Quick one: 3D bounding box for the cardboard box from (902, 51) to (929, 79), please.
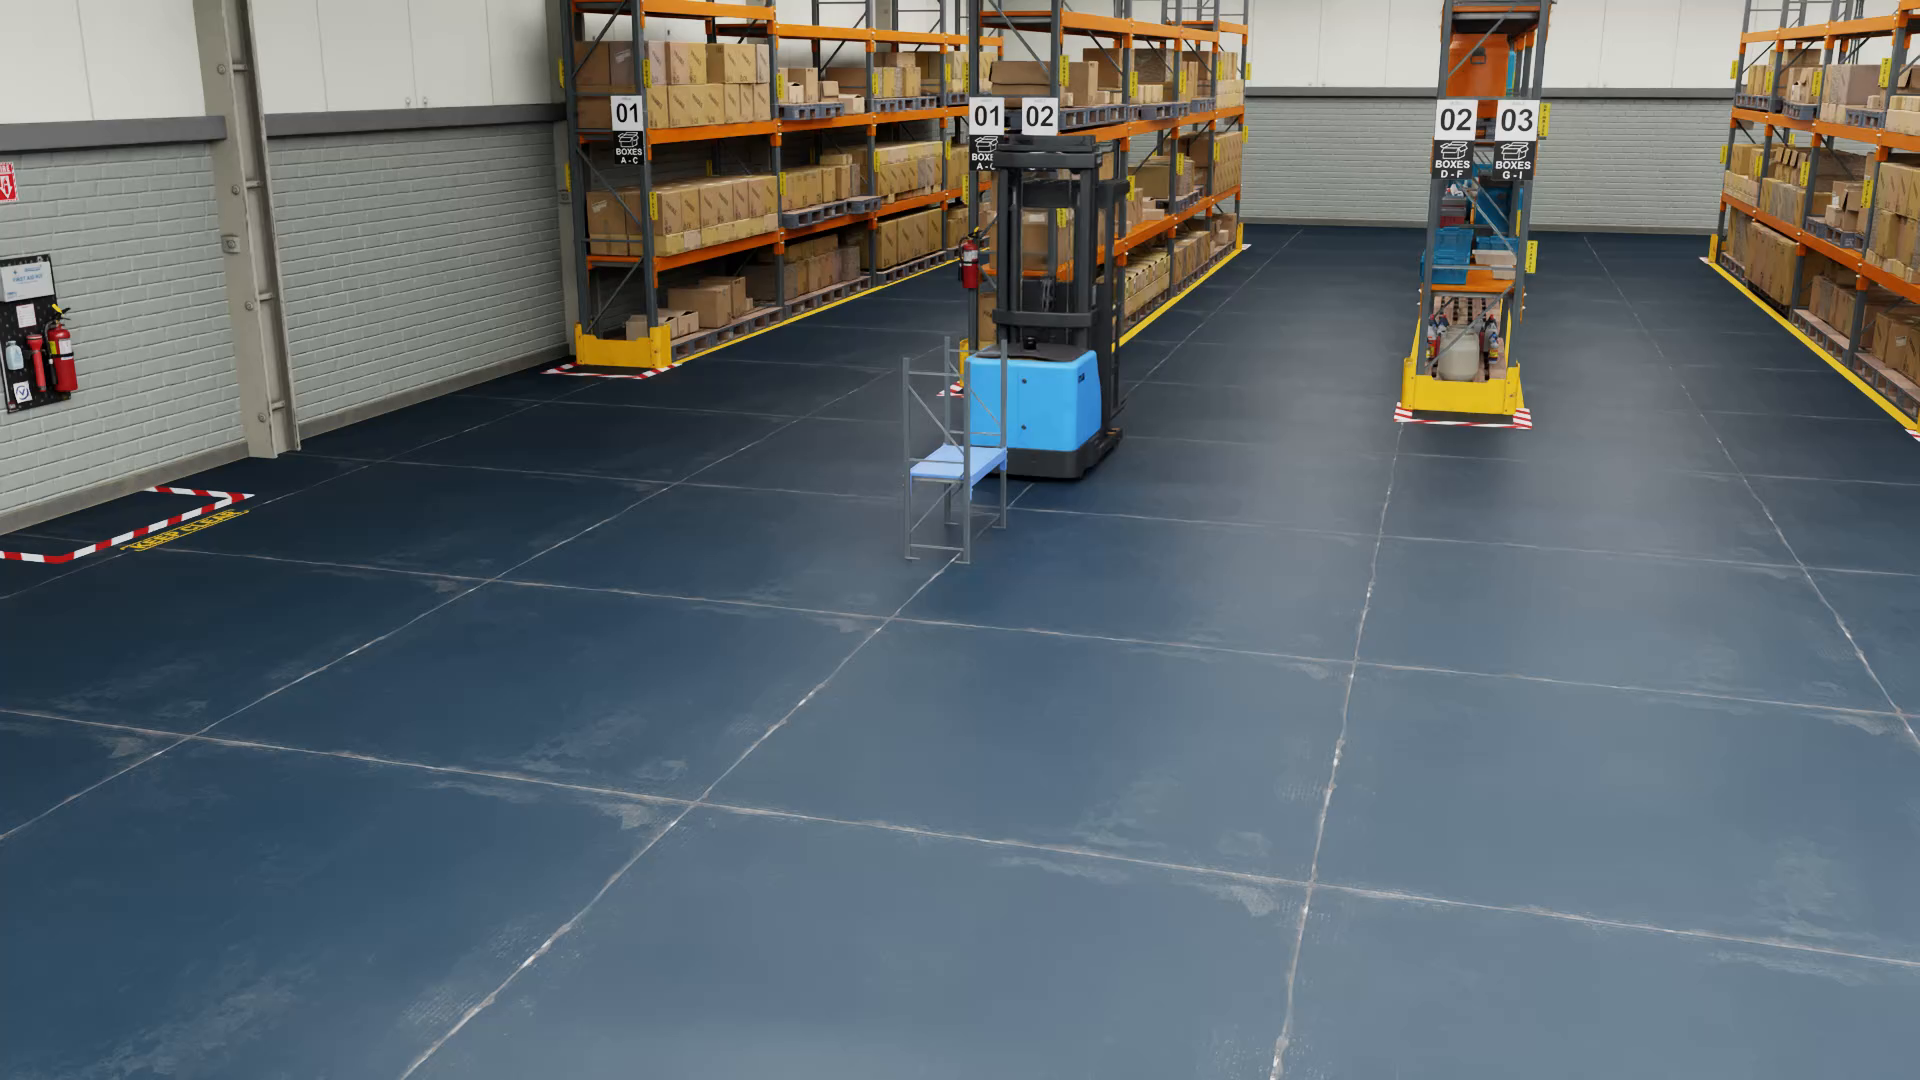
[{"bbox_3d":[-0.772,-8.911,31.198,0.500,0.500,0.500,4,16,15],"label":"cardboard box"}]

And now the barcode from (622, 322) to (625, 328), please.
[{"bbox_3d":[-4.253,-2.721,21.029,0.001,0.075,0.075,5,16,16],"label":"barcode"}]

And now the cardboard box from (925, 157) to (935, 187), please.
[{"bbox_3d":[13.969,-6.473,27.574,30.103,1.490,4.506,5,17,16],"label":"cardboard box"}]

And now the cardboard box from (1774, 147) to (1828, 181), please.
[{"bbox_3d":[13.327,-5.939,26.248,0.797,0.503,0.637,4,16,14],"label":"cardboard box"}]

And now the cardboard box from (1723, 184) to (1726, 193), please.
[{"bbox_3d":[14.220,-6.434,30.476,0.380,0.149,0.250,5,17,17],"label":"cardboard box"}]

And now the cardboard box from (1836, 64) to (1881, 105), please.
[{"bbox_3d":[11.700,-5.893,21.513,0.500,0.500,0.500,4,16,14],"label":"cardboard box"}]

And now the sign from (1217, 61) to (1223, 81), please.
[{"bbox_3d":[4.537,-8.184,29.019,0.100,0.325,0.005,5,16,16],"label":"sign"}]

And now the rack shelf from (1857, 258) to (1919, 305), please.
[{"bbox_3d":[10.658,-2.613,17.864,1.077,0.370,4.000,5,16,16],"label":"rack shelf"}]

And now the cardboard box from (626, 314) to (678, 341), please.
[{"bbox_3d":[-3.874,-2.681,20.904,0.500,0.311,0.500,3,16,10],"label":"cardboard box"}]

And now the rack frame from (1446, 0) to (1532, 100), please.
[{"bbox_3d":[5.345,-5.706,16.456,0.949,2.616,0.053,5,16,16],"label":"rack frame"}]

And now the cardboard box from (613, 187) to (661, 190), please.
[{"bbox_3d":[-4.075,-4.157,20.854,0.500,0.500,0.500,5,17,17],"label":"cardboard box"}]

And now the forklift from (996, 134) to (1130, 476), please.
[{"bbox_3d":[0.950,-2.305,15.584,1.121,2.935,3.031,5,17,17],"label":"forklift"}]

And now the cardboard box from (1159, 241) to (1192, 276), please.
[{"bbox_3d":[3.561,-4.672,27.580,0.500,0.500,0.500,4,16,15],"label":"cardboard box"}]

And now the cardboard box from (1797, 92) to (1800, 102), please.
[{"bbox_3d":[12.933,-6.722,25.225,0.380,0.149,0.250,4,16,14],"label":"cardboard box"}]

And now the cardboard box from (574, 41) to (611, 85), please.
[{"bbox_3d":[-4.285,-5.703,19.891,0.500,0.500,0.500,5,17,18],"label":"cardboard box"}]

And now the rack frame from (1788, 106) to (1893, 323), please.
[{"bbox_3d":[12.364,-4.529,23.300,1.000,3.000,0.127,5,16,16],"label":"rack frame"}]

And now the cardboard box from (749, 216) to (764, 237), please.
[{"bbox_3d":[-3.014,-4.295,22.714,0.500,0.250,0.500,5,17,16],"label":"cardboard box"}]

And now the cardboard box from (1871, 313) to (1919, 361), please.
[{"bbox_3d":[11.075,-2.380,19.536,0.500,0.500,0.500,4,16,14],"label":"cardboard box"}]

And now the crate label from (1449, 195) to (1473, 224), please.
[{"bbox_3d":[7.073,-4.691,23.807,0.502,0.435,0.616,5,16,16],"label":"crate label"}]

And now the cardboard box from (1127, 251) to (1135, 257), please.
[{"bbox_3d":[2.436,-4.333,25.850,0.500,0.311,0.500,5,17,18],"label":"cardboard box"}]

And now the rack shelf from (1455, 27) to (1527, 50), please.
[{"bbox_3d":[7.046,-6.738,22.144,1.077,0.370,4.000,5,16,16],"label":"rack shelf"}]

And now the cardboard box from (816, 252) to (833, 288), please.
[{"bbox_3d":[-2.410,-4.240,26.056,0.700,0.500,0.500,5,16,16],"label":"cardboard box"}]

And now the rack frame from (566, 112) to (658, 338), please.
[{"bbox_3d":[-4.157,-3.588,19.984,1.000,3.000,0.127,5,16,16],"label":"rack frame"}]

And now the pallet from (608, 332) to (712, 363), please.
[{"bbox_3d":[-3.871,-2.477,21.174,1.003,0.211,1.213,5,16,16],"label":"pallet"}]

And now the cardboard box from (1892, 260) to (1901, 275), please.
[{"bbox_3d":[10.546,-3.000,18.369,0.380,0.149,0.250,5,16,16],"label":"cardboard box"}]

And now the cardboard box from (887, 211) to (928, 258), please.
[{"bbox_3d":[-1.057,-5.483,29.833,0.750,0.750,0.750,5,17,18],"label":"cardboard box"}]

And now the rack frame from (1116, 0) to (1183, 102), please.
[{"bbox_3d":[2.867,-8.184,25.193,1.000,3.000,0.127,5,16,16],"label":"rack frame"}]

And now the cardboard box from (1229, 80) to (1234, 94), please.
[{"bbox_3d":[4.815,-8.456,31.006,0.500,0.250,0.500,5,16,16],"label":"cardboard box"}]

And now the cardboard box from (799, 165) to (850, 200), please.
[{"bbox_3d":[-2.141,-5.669,26.330,0.700,0.500,0.500,3,16,11],"label":"cardboard box"}]

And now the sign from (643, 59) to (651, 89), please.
[{"bbox_3d":[-3.637,-5.410,19.307,0.100,0.325,0.005,5,16,16],"label":"sign"}]

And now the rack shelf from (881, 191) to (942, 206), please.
[{"bbox_3d":[-1.315,-5.953,29.279,0.919,0.124,3.809,5,16,16],"label":"rack shelf"}]

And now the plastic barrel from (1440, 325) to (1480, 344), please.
[{"bbox_3d":[5.598,-2.135,18.648,0.421,0.512,0.421,0,16,0],"label":"plastic barrel"}]

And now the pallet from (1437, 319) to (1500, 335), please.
[{"bbox_3d":[6.664,-2.734,22.080,1.003,0.211,1.213,5,16,16],"label":"pallet"}]

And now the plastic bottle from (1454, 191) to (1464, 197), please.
[{"bbox_3d":[8.137,-5.554,27.142,0.152,0.276,0.135,5,16,16],"label":"plastic bottle"}]

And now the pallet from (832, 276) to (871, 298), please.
[{"bbox_3d":[-2.107,-4.136,27.023,1.003,0.211,1.213,5,16,16],"label":"pallet"}]

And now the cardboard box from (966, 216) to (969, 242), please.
[{"bbox_3d":[-0.142,-6.180,32.933,0.700,0.500,0.500,5,17,17],"label":"cardboard box"}]

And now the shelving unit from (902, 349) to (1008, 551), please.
[{"bbox_3d":[-0.024,-0.699,12.546,0.538,1.308,1.030,5,16,16],"label":"shelving unit"}]

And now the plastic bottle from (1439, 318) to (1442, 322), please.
[{"bbox_3d":[6.004,-2.627,20.767,0.061,0.283,0.133,5,16,16],"label":"plastic bottle"}]

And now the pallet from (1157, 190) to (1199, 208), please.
[{"bbox_3d":[3.415,-5.715,27.833,1.003,0.211,1.213,5,16,16],"label":"pallet"}]

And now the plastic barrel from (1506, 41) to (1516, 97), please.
[{"bbox_3d":[8.413,-7.388,26.193,0.600,0.901,0.708,5,16,16],"label":"plastic barrel"}]

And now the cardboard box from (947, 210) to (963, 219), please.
[{"bbox_3d":[-0.164,-6.303,32.175,0.380,0.149,0.250,5,17,18],"label":"cardboard box"}]

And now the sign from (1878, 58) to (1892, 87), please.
[{"bbox_3d":[10.694,-5.406,19.225,0.100,0.325,0.005,5,16,16],"label":"sign"}]

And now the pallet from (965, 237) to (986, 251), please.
[{"bbox_3d":[-0.111,-5.899,33.242,1.003,0.211,1.213,5,16,16],"label":"pallet"}]

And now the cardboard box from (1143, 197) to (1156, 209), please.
[{"bbox_3d":[2.722,-5.164,25.700,0.500,0.311,0.500,6,17,19],"label":"cardboard box"}]

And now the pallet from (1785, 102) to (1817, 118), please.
[{"bbox_3d":[12.811,-6.347,24.557,1.003,0.211,1.213,5,17,18],"label":"pallet"}]

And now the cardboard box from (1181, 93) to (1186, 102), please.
[{"bbox_3d":[3.103,-7.040,26.471,0.910,0.500,0.500,5,16,16],"label":"cardboard box"}]

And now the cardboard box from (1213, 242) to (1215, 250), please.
[{"bbox_3d":[4.566,-5.513,31.157,0.380,0.166,0.250,5,16,16],"label":"cardboard box"}]

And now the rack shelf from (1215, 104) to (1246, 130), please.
[{"bbox_3d":[4.572,-7.965,31.235,1.077,0.370,4.000,5,16,16],"label":"rack shelf"}]

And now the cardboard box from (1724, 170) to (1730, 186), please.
[{"bbox_3d":[14.242,-6.588,30.290,0.500,0.250,0.500,4,16,14],"label":"cardboard box"}]

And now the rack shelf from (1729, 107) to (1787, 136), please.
[{"bbox_3d":[14.069,-7.196,28.523,1.077,0.370,4.000,5,16,16],"label":"rack shelf"}]

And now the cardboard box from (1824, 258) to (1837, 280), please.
[{"bbox_3d":[12.202,-3.721,22.853,0.500,0.250,0.500,5,17,18],"label":"cardboard box"}]

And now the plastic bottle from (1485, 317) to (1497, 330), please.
[{"bbox_3d":[6.517,-2.563,20.416,0.144,0.351,0.185,4,16,13],"label":"plastic bottle"}]

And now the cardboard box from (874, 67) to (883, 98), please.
[{"bbox_3d":[-1.701,-7.658,27.846,0.700,0.500,0.500,4,16,13],"label":"cardboard box"}]

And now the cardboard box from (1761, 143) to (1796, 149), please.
[{"bbox_3d":[14.751,-6.906,30.035,0.500,0.500,0.500,5,17,17],"label":"cardboard box"}]
